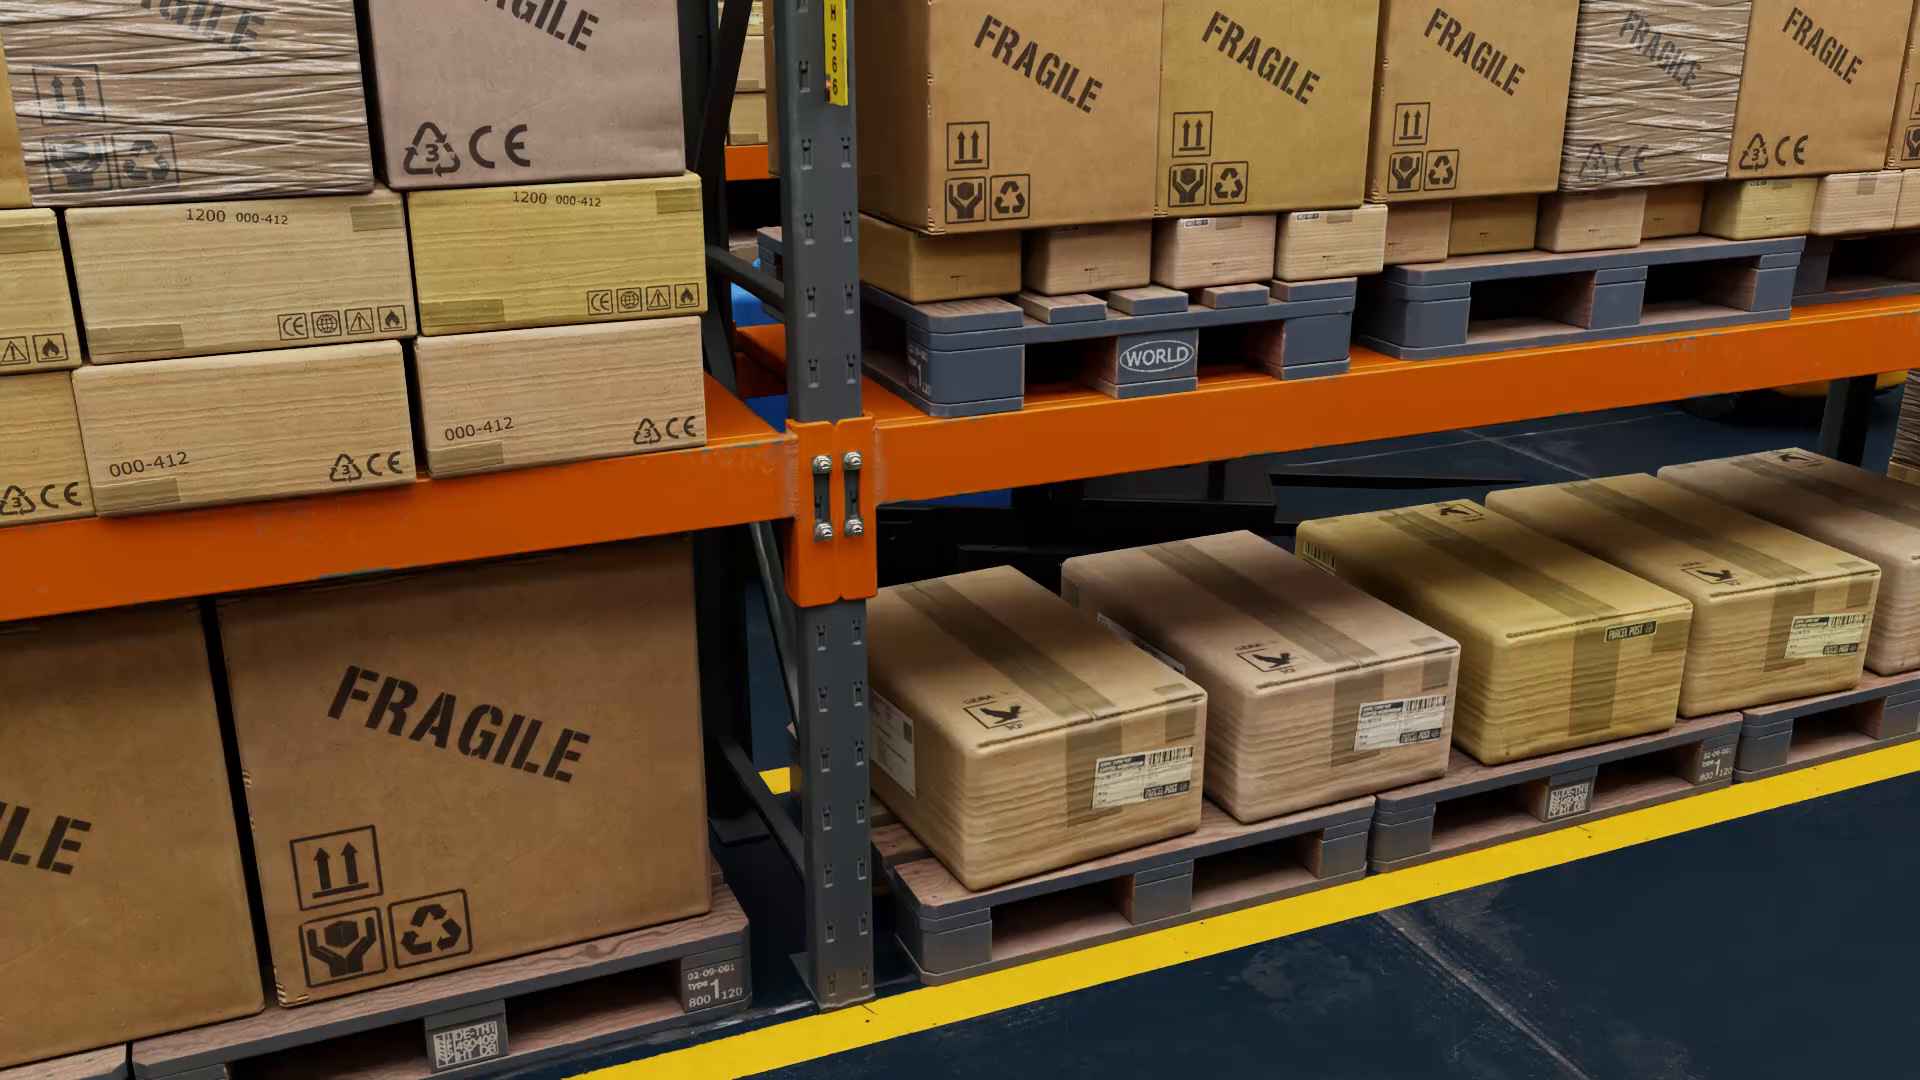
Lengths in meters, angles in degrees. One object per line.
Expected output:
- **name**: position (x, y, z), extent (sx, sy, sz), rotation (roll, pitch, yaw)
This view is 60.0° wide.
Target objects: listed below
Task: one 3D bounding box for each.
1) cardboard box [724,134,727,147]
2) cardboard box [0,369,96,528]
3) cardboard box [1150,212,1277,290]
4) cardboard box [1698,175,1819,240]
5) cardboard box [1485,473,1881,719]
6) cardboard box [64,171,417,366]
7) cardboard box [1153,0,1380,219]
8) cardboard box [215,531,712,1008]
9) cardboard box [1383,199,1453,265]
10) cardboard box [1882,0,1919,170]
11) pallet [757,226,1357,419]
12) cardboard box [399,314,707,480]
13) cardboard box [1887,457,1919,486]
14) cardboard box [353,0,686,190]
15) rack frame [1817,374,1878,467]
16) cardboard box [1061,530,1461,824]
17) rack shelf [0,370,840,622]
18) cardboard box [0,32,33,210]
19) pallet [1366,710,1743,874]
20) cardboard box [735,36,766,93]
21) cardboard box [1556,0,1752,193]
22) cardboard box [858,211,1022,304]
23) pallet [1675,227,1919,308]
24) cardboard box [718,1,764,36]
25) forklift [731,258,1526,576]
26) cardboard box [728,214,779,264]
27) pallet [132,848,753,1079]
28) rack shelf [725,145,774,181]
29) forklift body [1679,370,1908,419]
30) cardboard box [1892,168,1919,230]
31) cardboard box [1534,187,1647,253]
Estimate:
- **cardboard box**: position (-1.442, -2.038, 8.019), extent (0.500, 0.250, 0.500), rotation (-9, 21, -23)
- **cardboard box**: position (-1.734, -0.197, 2.792), extent (0.500, 0.250, 0.500), rotation (-8, 21, -22)
- **cardboard box**: position (0.474, -0.662, 3.630), extent (0.250, 0.149, 0.380), rotation (-10, 22, -25)
- **cardboard box**: position (1.927, -0.871, 4.226), extent (0.250, 0.149, 0.380), rotation (-8, 21, -22)
- **cardboard box**: position (2.093, 0.134, 4.951), extent (0.625, 0.372, 0.950), rotation (-7, 21, -19)
- **cardboard box**: position (-1.254, -0.502, 2.905), extent (0.500, 0.250, 0.500), rotation (-9, 21, -23)
- **cardboard box**: position (0.540, -0.992, 3.592), extent (0.500, 0.500, 0.500), rotation (-7, 21, -19)
- **cardboard box**: position (-1.108, 0.323, 3.656), extent (0.875, 0.875, 0.875), rotation (-8, 21, -22)
- **cardboard box**: position (0.925, -0.747, 3.873), extent (0.250, 0.149, 0.380), rotation (-7, 21, -19)
- **cardboard box**: position (2.444, -1.262, 4.360), extent (0.500, 0.500, 0.500), rotation (-8, 21, -22)
- **pallet**: position (0.172, -0.583, 3.949), extent (1.003, 0.211, 1.213), rotation (-8, 21, -22)
- **cardboard box**: position (-0.802, -0.331, 3.170), extent (0.500, 0.250, 0.500), rotation (-9, 21, -24)
- **cardboard box**: position (3.669, -0.134, 5.894), extent (0.500, 0.250, 0.500), rotation (-7, 21, -19)
- **cardboard box**: position (-0.812, -0.918, 2.957), extent (0.500, 0.500, 0.500), rotation (-9, 21, -23)
- **rack frame**: position (3.232, -1.073, 5.054), extent (0.127, 3.000, 1.000), rotation (-8, 21, -22)
- **cardboard box**: position (0.757, 0.324, 4.411), extent (0.625, 0.372, 0.950), rotation (-9, 21, -23)
- **rack shelf**: position (-2.277, 0.055, 2.931), extent (4.000, 0.370, 1.077), rotation (-8, 21, -22)
- **cardboard box**: position (-1.738, -0.785, 2.578), extent (0.500, 0.500, 0.500), rotation (-8, 21, -22)
- **pallet**: position (1.396, 0.507, 4.765), extent (1.213, 0.211, 1.003), rotation (-8, 21, -22)
- **cardboard box**: position (-0.958, -2.338, 8.119), extent (0.500, 0.250, 0.500), rotation (-9, 21, -23)
- **cardboard box**: position (1.487, -1.127, 3.976), extent (0.500, 0.500, 0.500), rotation (-9, 21, -24)
- **cardboard box**: position (-0.069, -0.613, 3.491), extent (0.250, 0.149, 0.380), rotation (-9, 22, -25)
- **pallet**: position (2.473, -0.927, 4.926), extent (1.213, 0.211, 1.003), rotation (-8, 21, -22)
- **cardboard box**: position (-1.077, -2.523, 8.044), extent (0.250, 0.149, 0.380), rotation (-8, 21, -21)
- **forklift**: position (0.682, -1.361, 5.974), extent (3.031, 2.935, 1.130), rotation (2, 19, 5)
- **cardboard box**: position (-1.235, -1.304, 8.653), extent (0.625, 0.625, 0.875), rotation (-7, 21, -20)
- **pallet**: position (-1.194, 0.849, 3.793), extent (1.213, 0.211, 1.003), rotation (-8, 21, -22)
- **rack shelf**: position (-0.574, -1.984, 8.723), extent (4.000, 0.370, 1.077), rotation (-8, 21, -22)
- **forklift body**: position (3.917, -1.906, 8.698), extent (1.214, 2.155, 2.313), rotation (-8, 21, -22)
- **cardboard box**: position (2.397, -0.927, 4.384), extent (0.250, 0.149, 0.380), rotation (-9, 21, -23)
- **cardboard box**: position (1.435, -0.810, 4.053), extent (0.250, 0.149, 0.380), rotation (-7, 21, -20)
